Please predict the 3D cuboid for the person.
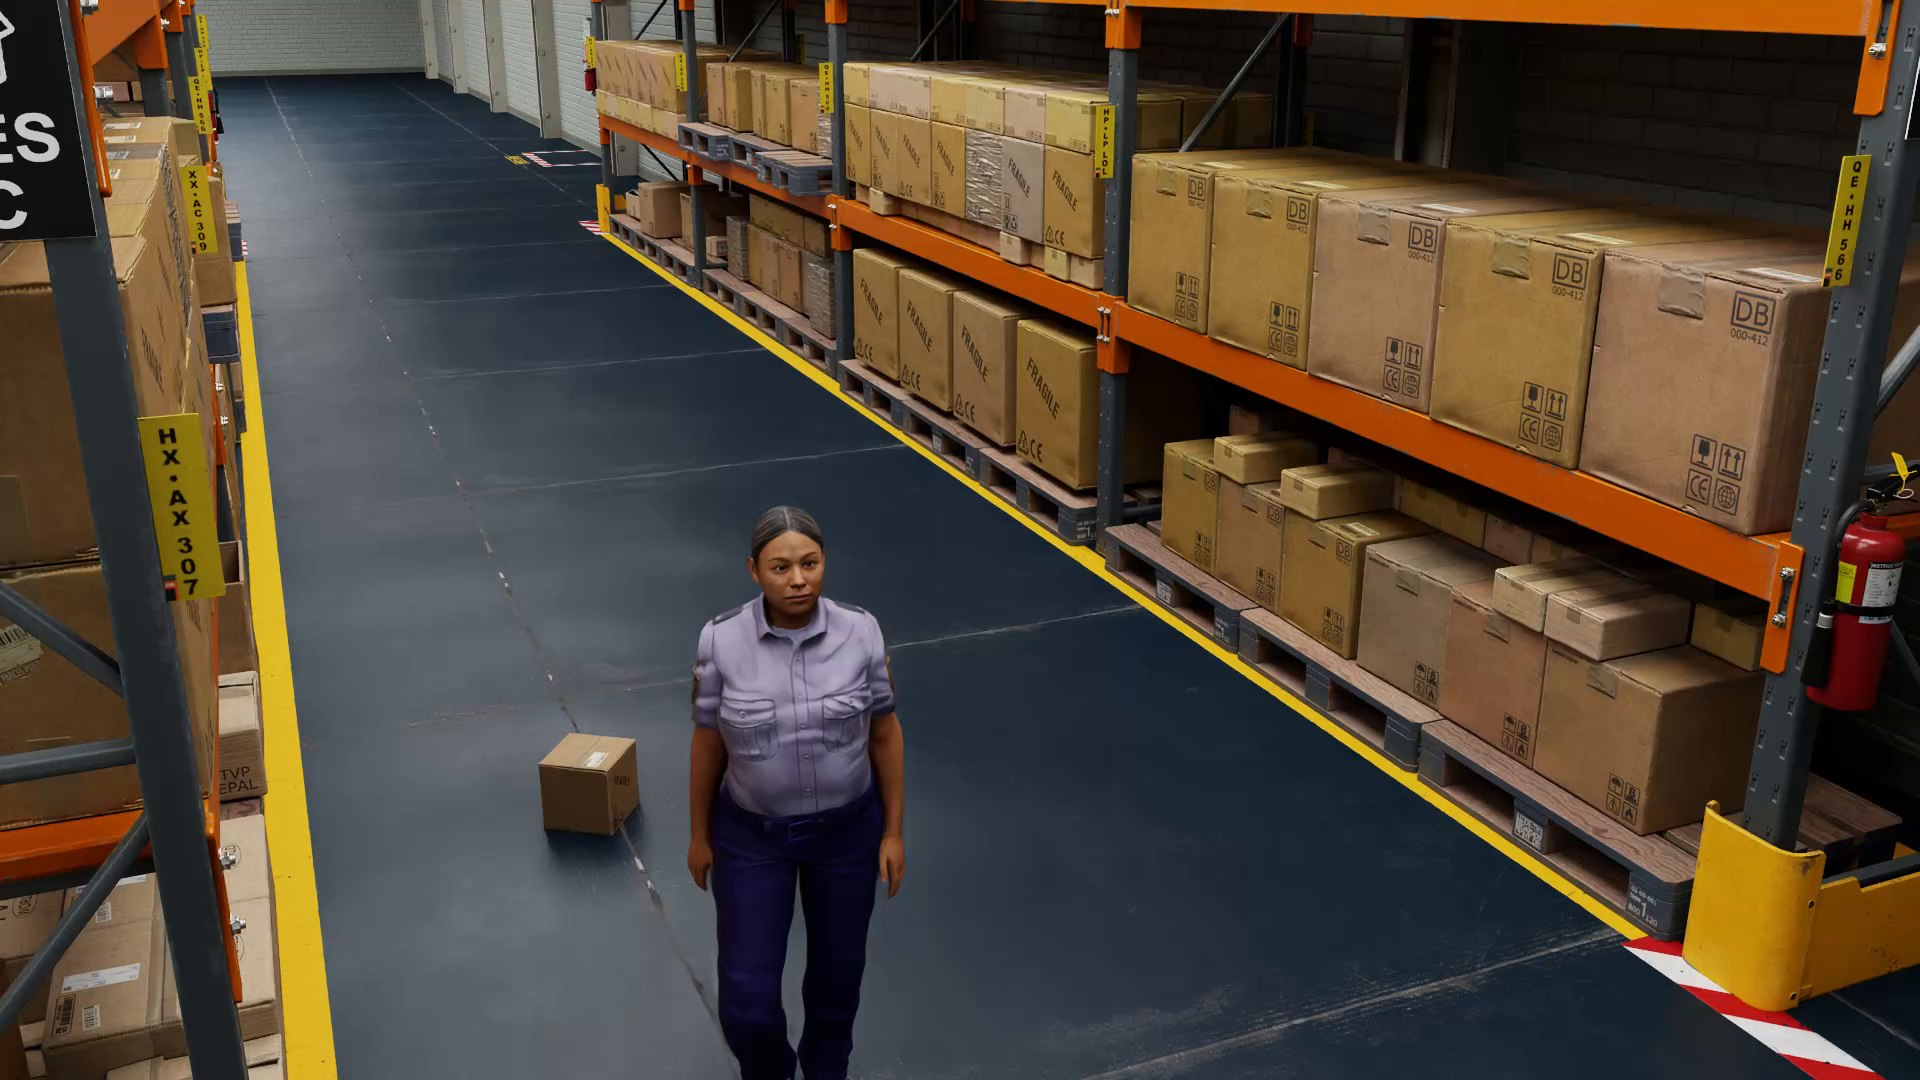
[{"bbox_3d":[-0.371,0.746,3.911,0.513,1.689,0.469,-5,20,-14],"label":"person"}]
